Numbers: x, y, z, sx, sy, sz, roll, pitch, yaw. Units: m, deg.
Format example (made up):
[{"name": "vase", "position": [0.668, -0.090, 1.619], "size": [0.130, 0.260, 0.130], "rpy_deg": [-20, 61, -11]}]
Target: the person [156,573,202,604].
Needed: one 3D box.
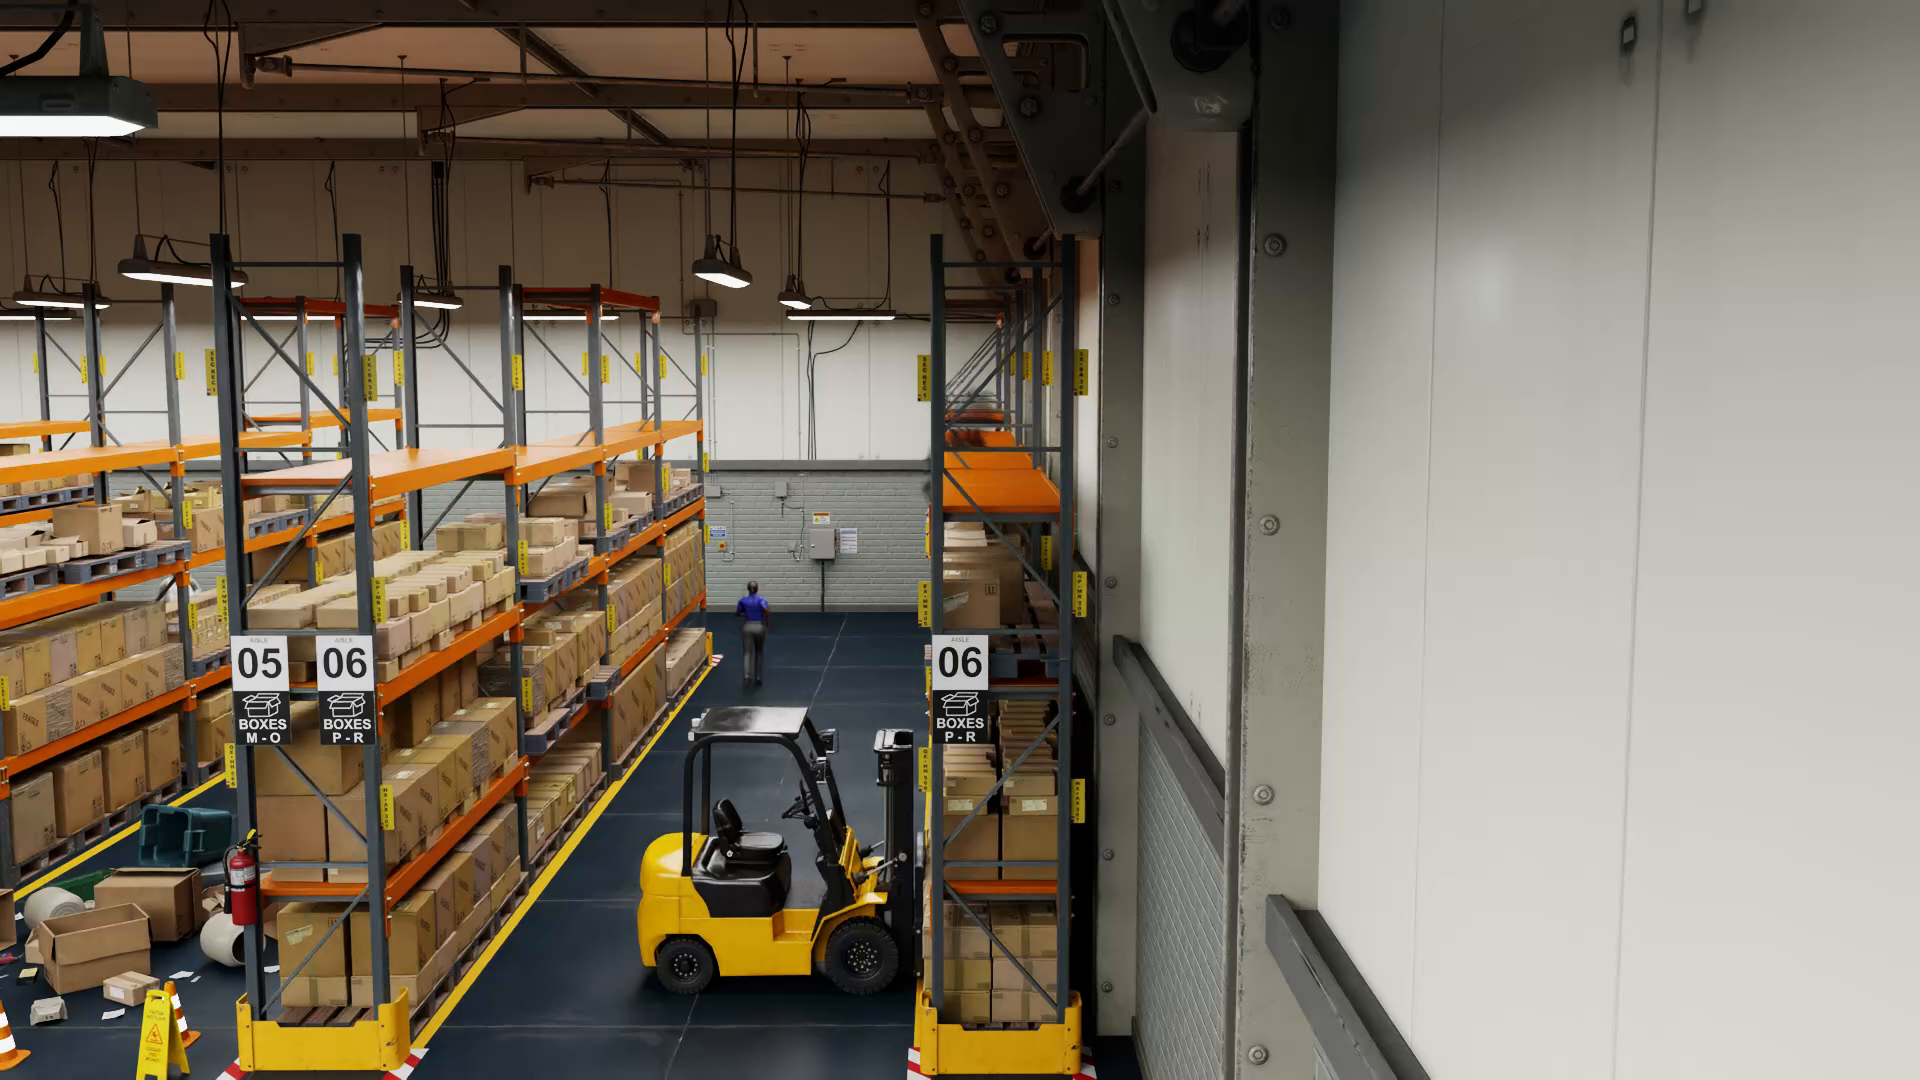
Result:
[{"name": "person", "position": [-13.165, 1.206, 28.116], "size": [0.701, 1.781, 0.697], "rpy_deg": [-5, 8, -36]}]

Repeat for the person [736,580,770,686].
[{"name": "person", "position": [-3.227, 1.455, 25.943], "size": [0.567, 1.661, 0.915], "rpy_deg": [0, 6, -1]}]
